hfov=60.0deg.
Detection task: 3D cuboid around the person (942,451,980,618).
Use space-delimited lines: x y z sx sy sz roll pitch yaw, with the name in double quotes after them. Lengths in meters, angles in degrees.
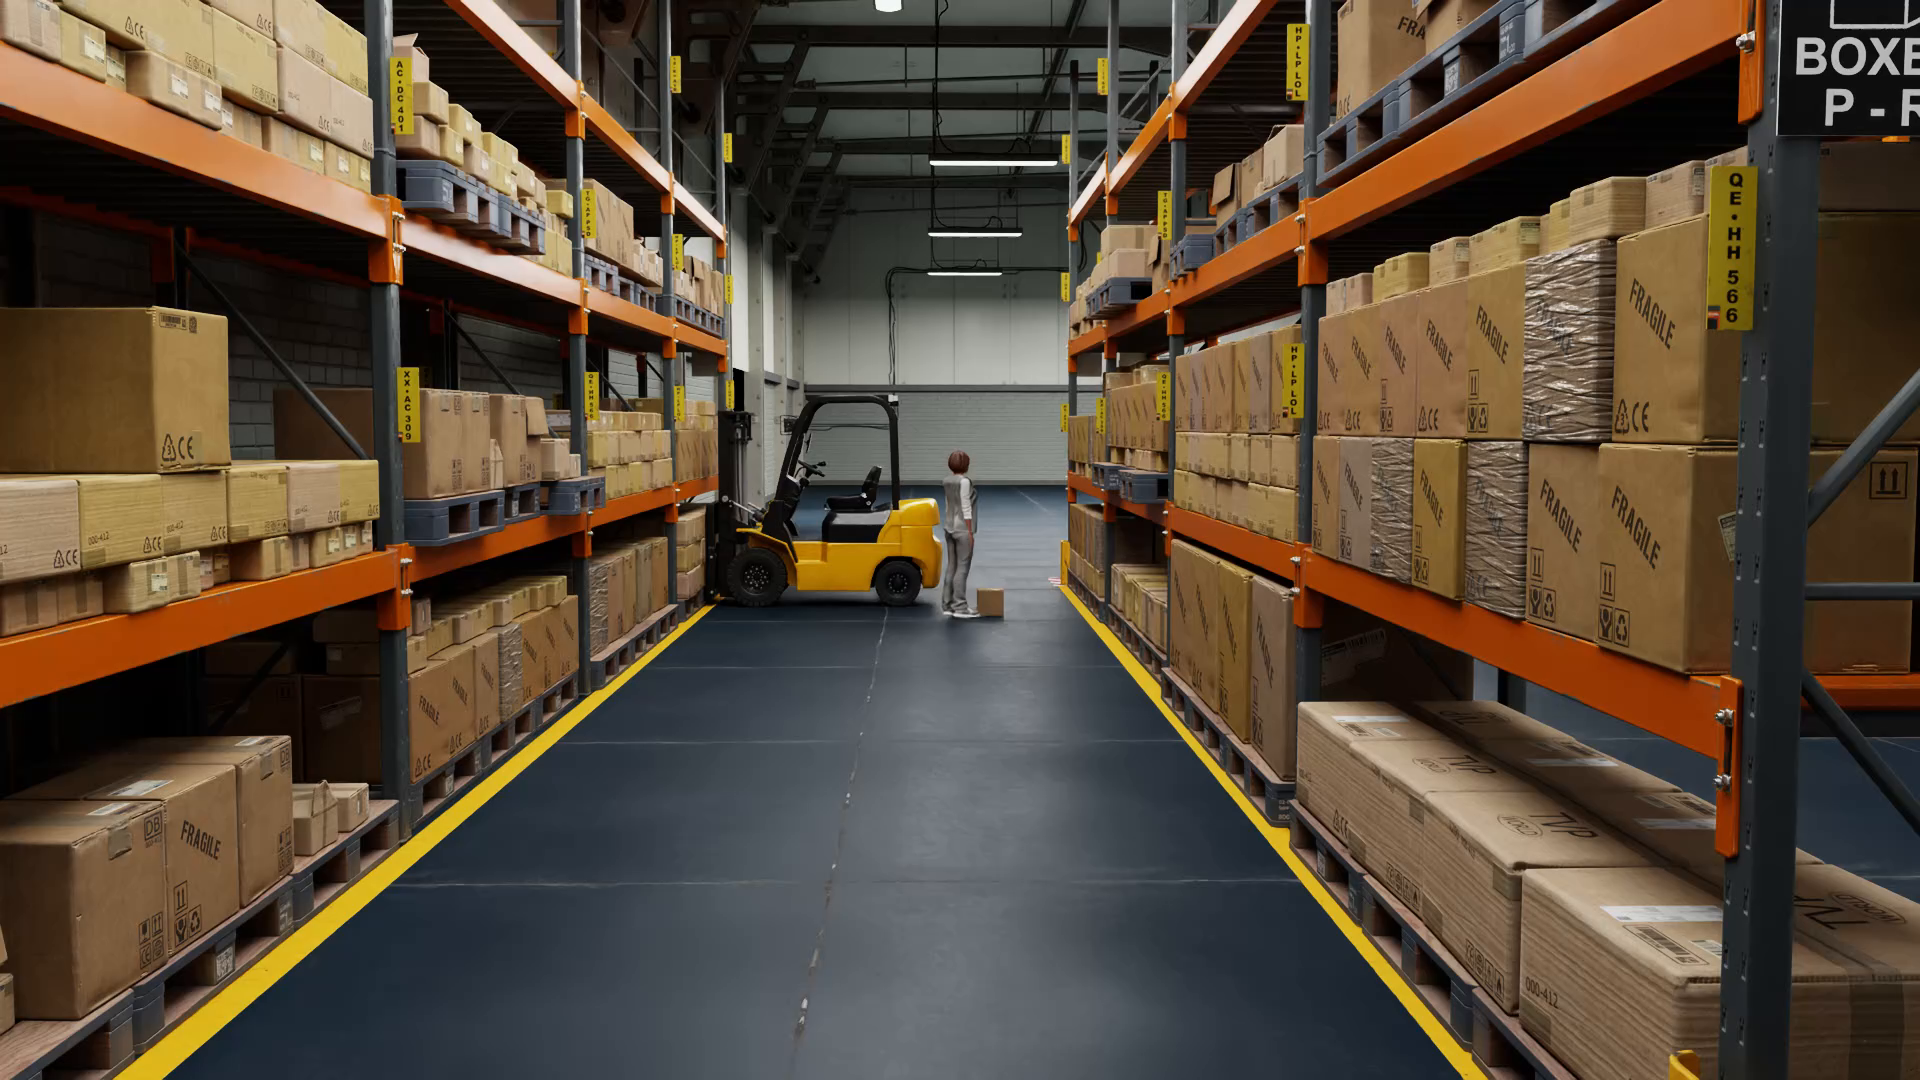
-0.005 -0.060 16.006 0.317 1.601 0.404 -2 5 -29 "person"
